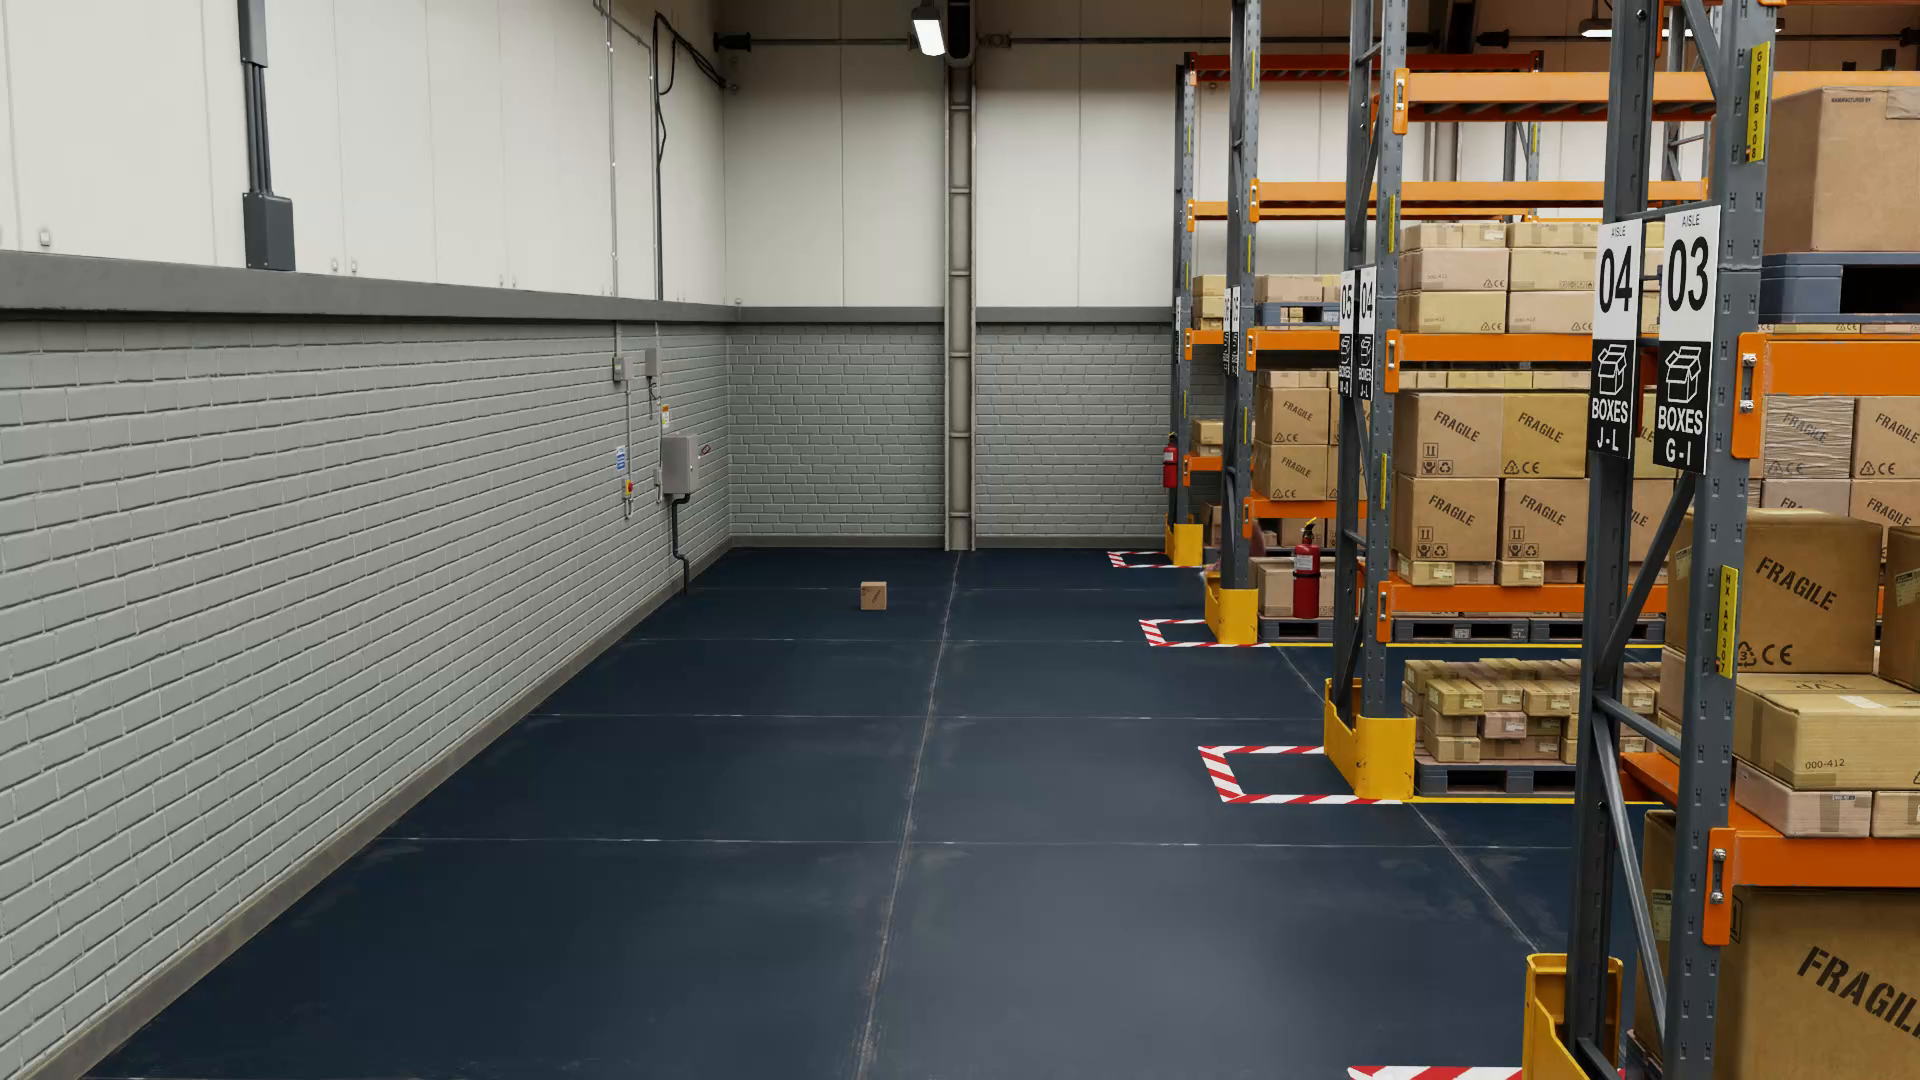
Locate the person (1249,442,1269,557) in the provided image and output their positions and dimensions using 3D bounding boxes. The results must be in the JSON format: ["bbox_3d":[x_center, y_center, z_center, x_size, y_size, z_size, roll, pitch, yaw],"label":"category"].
[{"bbox_3d":[2.941,-0.176,16.974,0.602,1.658,0.459,-1,7,-5],"label":"person"}]
